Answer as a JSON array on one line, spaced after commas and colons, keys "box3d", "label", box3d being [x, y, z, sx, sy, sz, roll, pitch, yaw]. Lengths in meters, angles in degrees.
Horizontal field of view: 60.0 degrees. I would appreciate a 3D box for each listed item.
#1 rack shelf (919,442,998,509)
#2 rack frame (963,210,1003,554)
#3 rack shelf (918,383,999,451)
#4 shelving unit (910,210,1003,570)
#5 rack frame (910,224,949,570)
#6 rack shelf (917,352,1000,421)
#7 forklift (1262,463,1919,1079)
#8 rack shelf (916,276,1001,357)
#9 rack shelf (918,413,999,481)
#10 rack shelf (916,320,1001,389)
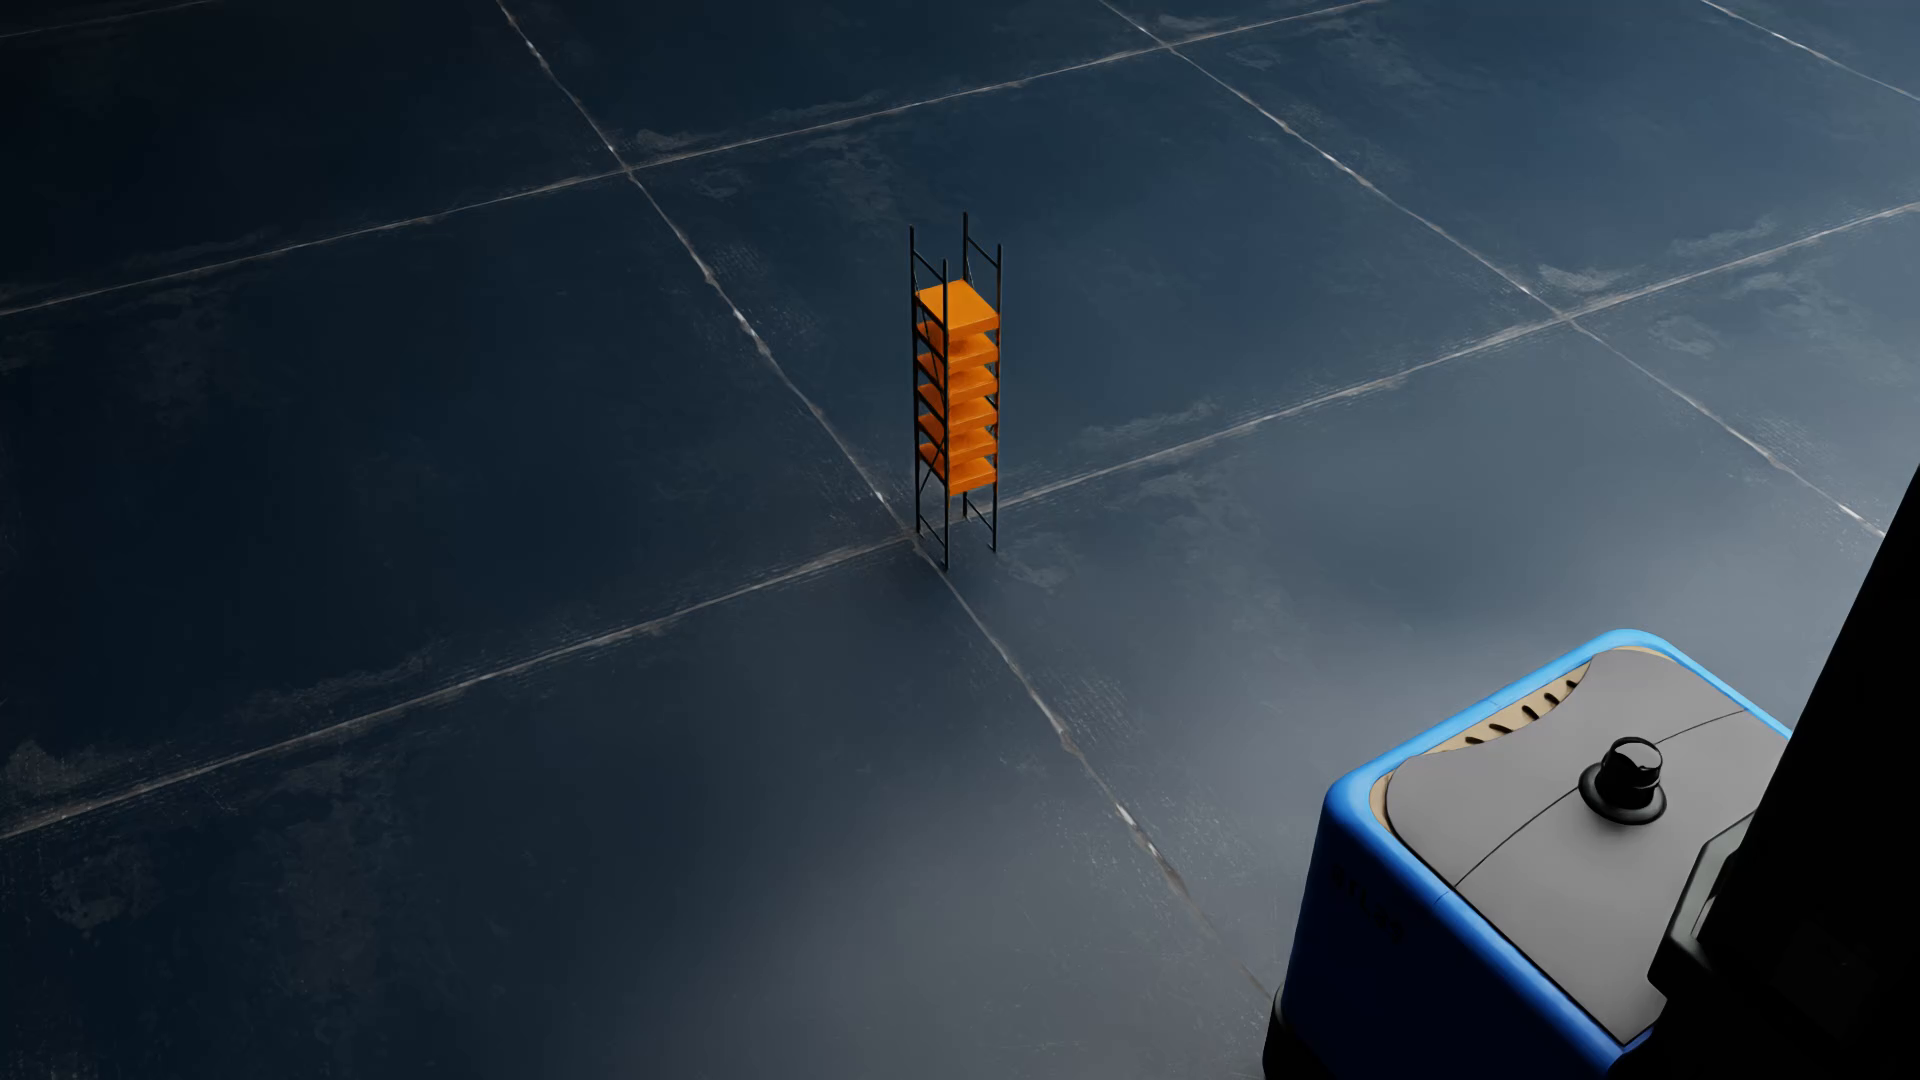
[{"box3d": [-0.013, -0.237, 5.541, 0.180, 0.103, 0.258, -19, 44, -21], "label": "rack shelf"}, {"box3d": [0.068, -0.481, 5.390, 0.006, 1.200, 0.240, -19, 44, -21], "label": "rack frame"}, {"box3d": [-0.013, -0.420, 5.386, 0.180, 0.103, 0.258, -19, 44, -21], "label": "rack shelf"}, {"box3d": [-0.013, -0.454, 5.357, 0.189, 1.200, 0.258, -19, 44, -21], "label": "shelving unit"}, {"box3d": [-0.094, -0.426, 5.325, 0.006, 1.200, 0.240, -19, 44, -21], "label": "rack frame"}, {"box3d": [-0.013, -0.511, 5.308, 0.180, 0.103, 0.258, -19, 44, -21], "label": "rack shelf"}, {"box3d": [1.967, 0.853, 2.474, 1.130, 2.935, 3.031, -23, 45, -24], "label": "forklift"}, {"box3d": [-0.013, -0.694, 5.153, 0.180, 0.103, 0.258, -19, 44, -21], "label": "rack shelf"}, {"box3d": [-0.013, -0.328, 5.463, 0.180, 0.103, 0.258, -19, 44, -21], "label": "rack shelf"}, {"box3d": [-0.013, -0.603, 5.231, 0.180, 0.103, 0.258, -19, 44, -21], "label": "rack shelf"}]
